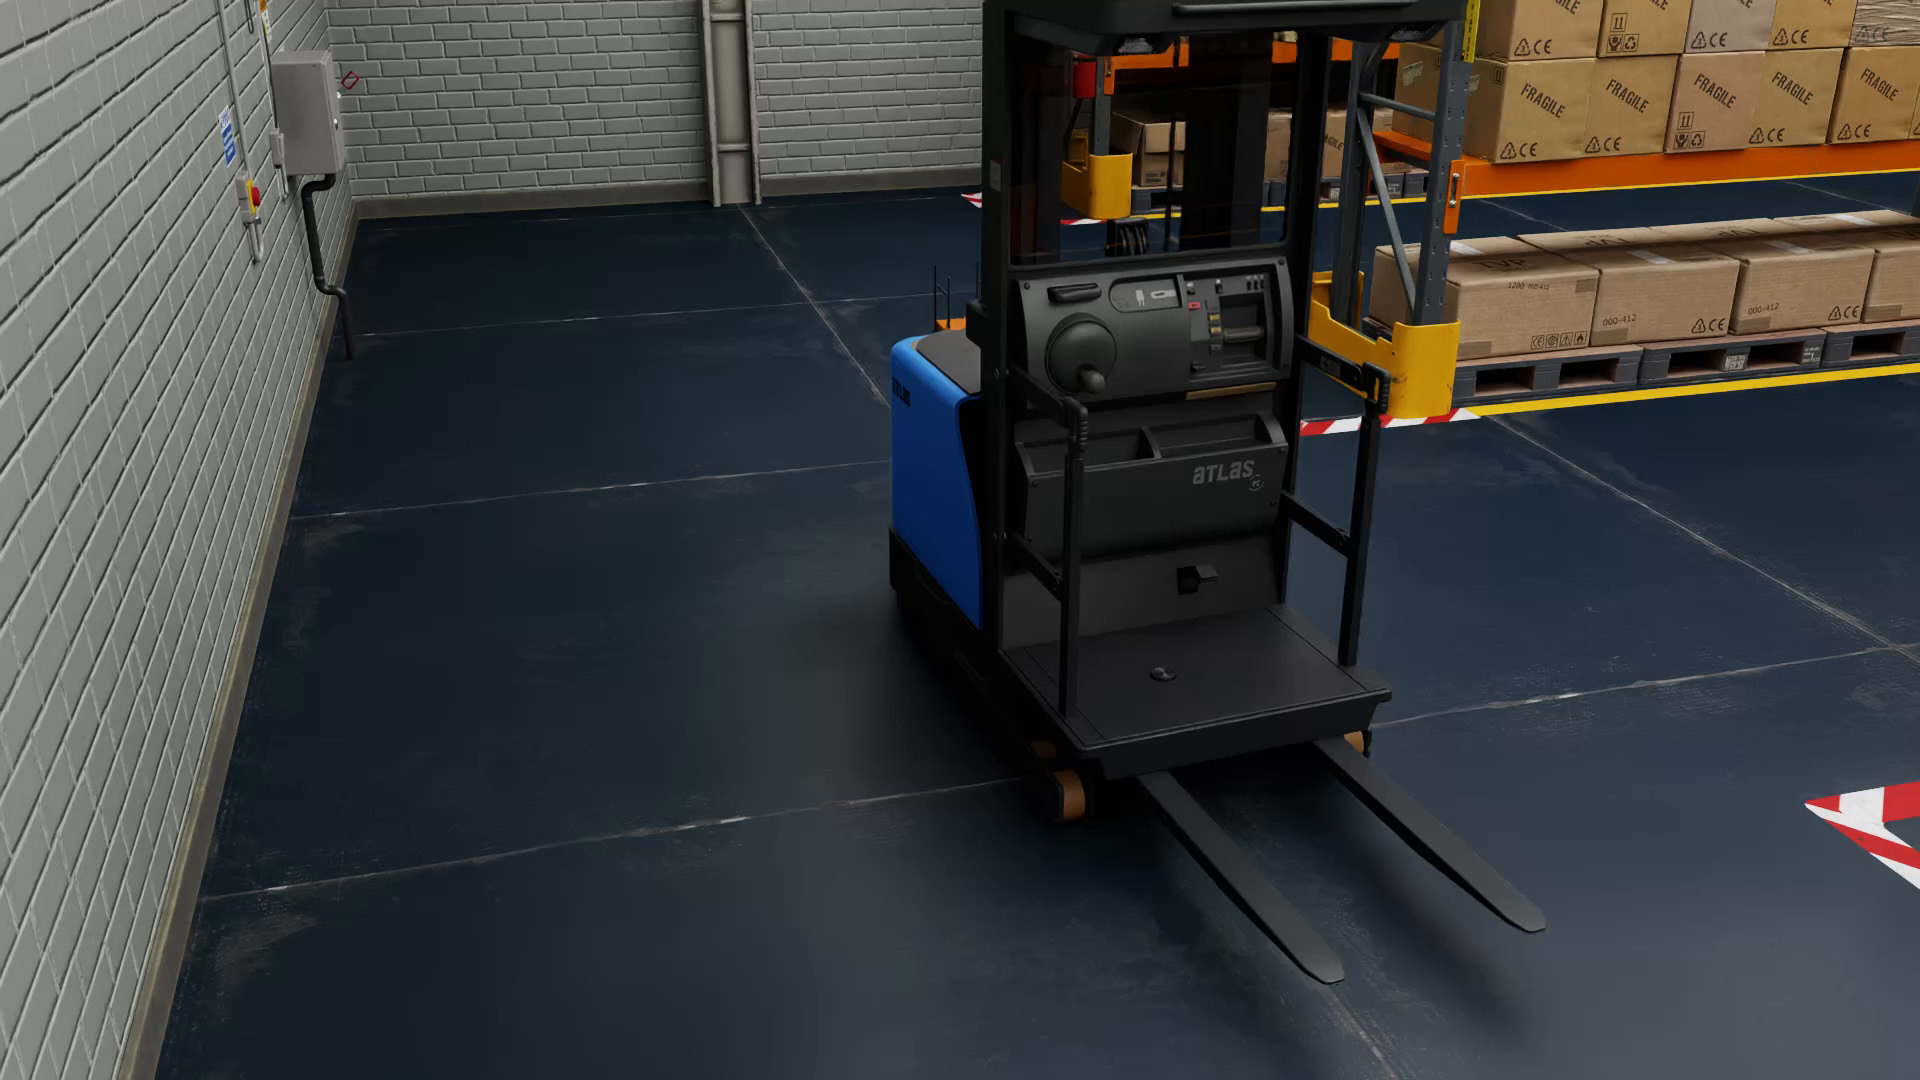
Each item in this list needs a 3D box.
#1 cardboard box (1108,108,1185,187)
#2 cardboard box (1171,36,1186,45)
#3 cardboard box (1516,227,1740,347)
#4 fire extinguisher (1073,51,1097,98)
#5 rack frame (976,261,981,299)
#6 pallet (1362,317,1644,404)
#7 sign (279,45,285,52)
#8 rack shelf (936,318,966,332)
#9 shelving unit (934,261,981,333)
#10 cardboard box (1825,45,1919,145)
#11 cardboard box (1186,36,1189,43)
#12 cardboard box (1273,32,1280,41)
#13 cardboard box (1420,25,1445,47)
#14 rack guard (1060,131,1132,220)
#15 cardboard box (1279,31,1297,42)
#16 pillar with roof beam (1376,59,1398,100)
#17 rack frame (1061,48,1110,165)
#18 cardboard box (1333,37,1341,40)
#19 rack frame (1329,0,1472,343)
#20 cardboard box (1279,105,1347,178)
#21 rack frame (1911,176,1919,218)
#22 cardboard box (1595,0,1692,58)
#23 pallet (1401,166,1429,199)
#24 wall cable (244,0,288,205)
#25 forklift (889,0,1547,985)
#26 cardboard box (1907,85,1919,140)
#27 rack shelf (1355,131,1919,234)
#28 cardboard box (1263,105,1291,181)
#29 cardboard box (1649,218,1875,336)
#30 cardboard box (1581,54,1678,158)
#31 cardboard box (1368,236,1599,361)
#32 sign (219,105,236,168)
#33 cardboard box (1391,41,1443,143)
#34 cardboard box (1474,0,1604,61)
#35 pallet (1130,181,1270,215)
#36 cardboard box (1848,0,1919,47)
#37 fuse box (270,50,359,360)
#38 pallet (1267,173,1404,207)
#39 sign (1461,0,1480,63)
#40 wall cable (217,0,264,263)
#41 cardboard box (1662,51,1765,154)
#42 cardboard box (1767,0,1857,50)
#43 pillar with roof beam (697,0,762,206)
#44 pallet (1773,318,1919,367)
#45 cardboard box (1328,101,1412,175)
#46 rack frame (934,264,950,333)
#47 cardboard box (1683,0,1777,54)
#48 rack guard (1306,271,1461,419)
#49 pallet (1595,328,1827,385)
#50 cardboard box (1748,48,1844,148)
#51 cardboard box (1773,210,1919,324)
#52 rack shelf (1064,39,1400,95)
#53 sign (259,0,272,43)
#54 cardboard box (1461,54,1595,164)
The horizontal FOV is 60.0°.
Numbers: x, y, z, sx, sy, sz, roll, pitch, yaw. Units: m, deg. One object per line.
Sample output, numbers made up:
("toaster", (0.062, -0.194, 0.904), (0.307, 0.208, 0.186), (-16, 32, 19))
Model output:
("cardboard box", (1.587, -3.208, 13.555), (0.637, 0.503, 0.797), (-7, 24, -16))
("cardboard box", (1.596, -3.993, 13.070), (0.250, 0.149, 0.380), (-6, 24, -13))
("cardboard box", (3.805, -1.473, 9.596), (0.875, 0.438, 0.875), (-6, 24, -13))
("fire extinguisher", (0.956, -3.735, 12.721), (0.183, 0.674, 0.296), (-6, 24, -14))
("rack frame", (0.102, -0.563, 7.040), (0.006, 1.200, 0.240), (-6, 24, -14))
("pallet", (3.066, -1.082, 9.504), (1.213, 0.211, 1.003), (-6, 24, -14))
("sign", (-3.865, -2.574, 9.565), (0.001, 0.494, 0.329), (-6, 24, -14))
("rack shelf", (0.014, -0.843, 6.893), (0.180, 0.103, 0.258), (-6, 24, -14))
("shelving unit", (0.014, -0.553, 7.017), (0.189, 1.200, 0.258), (-6, 24, -14))
("cardboard box", (4.817, -2.458, 9.048), (0.500, 0.500, 0.500), (-7, 24, -15))
("cardboard box", (1.840, -4.034, 13.166), (0.250, 0.149, 0.380), (-7, 24, -15))
("cardboard box", (2.354, -4.068, 13.245), (0.250, 0.149, 0.380), (-6, 24, -14))
("cardboard box", (2.717, -2.896, 8.800), (0.500, 0.500, 0.500), (-6, 24, -13))
("rack guard", (1.046, -2.992, 13.589), (0.348, 0.500, 1.175), (-6, 24, -14))
("cardboard box", (2.617, -4.066, 13.242), (0.250, 0.149, 0.380), (-7, 24, -16))
("pillar with roof beam", (5.073, -5.949, 9.703), (0.400, 9.000, 9.100), (-6, 24, -14))
("rack frame", (0.973, -4.133, 13.077), (0.127, 3.000, 1.000), (-6, 24, -14))
("cardboard box", (2.865, -4.102, 13.325), (0.250, 0.149, 0.380), (-6, 24, -13))
("rack frame", (2.317, -2.249, 8.687), (0.127, 3.000, 1.000), (-6, 24, -14))
("cardboard box", (2.957, -3.301, 13.776), (0.500, 0.500, 0.500), (-6, 24, -13))
("rack frame", (6.169, -2.675, 9.679), (0.127, 3.000, 1.000), (-6, 24, -14))
("cardboard box", (3.352, -2.755, 8.471), (0.500, 0.500, 0.500), (-7, 24, -16))
("pallet", (4.163, -3.204, 14.451), (1.213, 0.211, 1.003), (-6, 24, -14))
("wall cable", (-3.500, -2.643, 8.318), (0.122, 1.984, 0.588), (-6, 24, -14))
("forklift", (0.701, -0.648, 5.043), (1.130, 2.935, 3.031), (-8, 25, -18))
("cardboard box", (5.297, -2.517, 9.186), (0.500, 0.500, 0.500), (-7, 24, -16))
("rack shelf", (4.243, -2.131, 9.325), (4.000, 0.370, 1.077), (-6, 24, -14))
("cardboard box", (2.421, -3.282, 13.733), (0.500, 0.500, 0.700), (-5, 24, -12))
("cardboard box", (4.673, -1.569, 9.818), (0.875, 0.438, 0.875), (-7, 24, -16))
("cardboard box", (3.337, -2.301, 8.682), (0.500, 0.500, 0.500), (-7, 24, -15))
("cardboard box", (2.926, -1.372, 9.361), (0.875, 0.438, 0.875), (-7, 24, -16))
("sign", (-3.151, -1.738, 7.155), (0.001, 0.218, 0.327), (-6, 24, -14))
("cardboard box", (2.710, -2.446, 9.021), (0.500, 0.500, 0.500), (-6, 24, -14))
("cardboard box", (2.856, -2.697, 8.337), (0.500, 0.500, 0.500), (-7, 24, -16))
("pallet", (1.813, -2.945, 13.845), (1.213, 0.211, 1.003), (-6, 24, -14))
("cardboard box", (4.811, -2.916, 8.848), (0.500, 0.500, 0.500), (-6, 24, -14))
("fuse box", (-3.533, -1.860, 9.415), (0.414, 1.711, 0.539), (-6, 24, -14))
("pallet", (2.986, -3.073, 14.145), (1.213, 0.211, 1.003), (-6, 24, -14))
("sign", (2.461, -2.472, 8.008), (0.005, 0.325, 0.100), (-6, 24, -14))
("wall cable", (-3.105, -2.120, 7.060), (0.123, 1.953, 0.585), (-6, 24, -14))
("cardboard box", (3.831, -2.349, 8.792), (0.500, 0.500, 0.500), (-6, 24, -15))
("cardboard box", (4.326, -2.866, 8.730), (0.500, 0.500, 0.500), (-6, 24, -14))
("pillar with roof beam", (-0.704, -5.310, 8.214), (0.400, 9.000, 9.100), (-6, 24, -14))
("pallet", (5.415, -1.342, 10.110), (1.213, 0.211, 1.003), (-6, 24, -14))
("cardboard box", (3.420, -3.393, 13.991), (0.500, 0.500, 0.700), (-7, 24, -16))
("rack frame", (-0.074, -0.543, 6.994), (0.006, 1.200, 0.240), (-6, 24, -14))
("cardboard box", (3.845, -2.813, 8.606), (0.500, 0.500, 0.500), (-6, 24, -15))
("rack guard", (2.294, -1.097, 9.173), (0.348, 0.500, 1.175), (-6, 24, -14))
("pallet", (4.238, -1.211, 9.804), (1.213, 0.211, 1.003), (-6, 24, -14))
("cardboard box", (4.309, -2.408, 8.932), (0.500, 0.500, 0.500), (-6, 24, -13))
("cardboard box", (5.535, -1.664, 10.041), (0.875, 0.438, 0.875), (-7, 24, -15))
("rack shelf", (2.899, -4.015, 13.716), (4.000, 0.370, 1.077), (-6, 24, -14))
("sign", (-3.717, -2.789, 8.898), (0.001, 0.242, 0.339), (-6, 24, -14))
("cardboard box", (2.857, -2.237, 8.532), (0.500, 0.500, 0.500), (-7, 24, -15))
